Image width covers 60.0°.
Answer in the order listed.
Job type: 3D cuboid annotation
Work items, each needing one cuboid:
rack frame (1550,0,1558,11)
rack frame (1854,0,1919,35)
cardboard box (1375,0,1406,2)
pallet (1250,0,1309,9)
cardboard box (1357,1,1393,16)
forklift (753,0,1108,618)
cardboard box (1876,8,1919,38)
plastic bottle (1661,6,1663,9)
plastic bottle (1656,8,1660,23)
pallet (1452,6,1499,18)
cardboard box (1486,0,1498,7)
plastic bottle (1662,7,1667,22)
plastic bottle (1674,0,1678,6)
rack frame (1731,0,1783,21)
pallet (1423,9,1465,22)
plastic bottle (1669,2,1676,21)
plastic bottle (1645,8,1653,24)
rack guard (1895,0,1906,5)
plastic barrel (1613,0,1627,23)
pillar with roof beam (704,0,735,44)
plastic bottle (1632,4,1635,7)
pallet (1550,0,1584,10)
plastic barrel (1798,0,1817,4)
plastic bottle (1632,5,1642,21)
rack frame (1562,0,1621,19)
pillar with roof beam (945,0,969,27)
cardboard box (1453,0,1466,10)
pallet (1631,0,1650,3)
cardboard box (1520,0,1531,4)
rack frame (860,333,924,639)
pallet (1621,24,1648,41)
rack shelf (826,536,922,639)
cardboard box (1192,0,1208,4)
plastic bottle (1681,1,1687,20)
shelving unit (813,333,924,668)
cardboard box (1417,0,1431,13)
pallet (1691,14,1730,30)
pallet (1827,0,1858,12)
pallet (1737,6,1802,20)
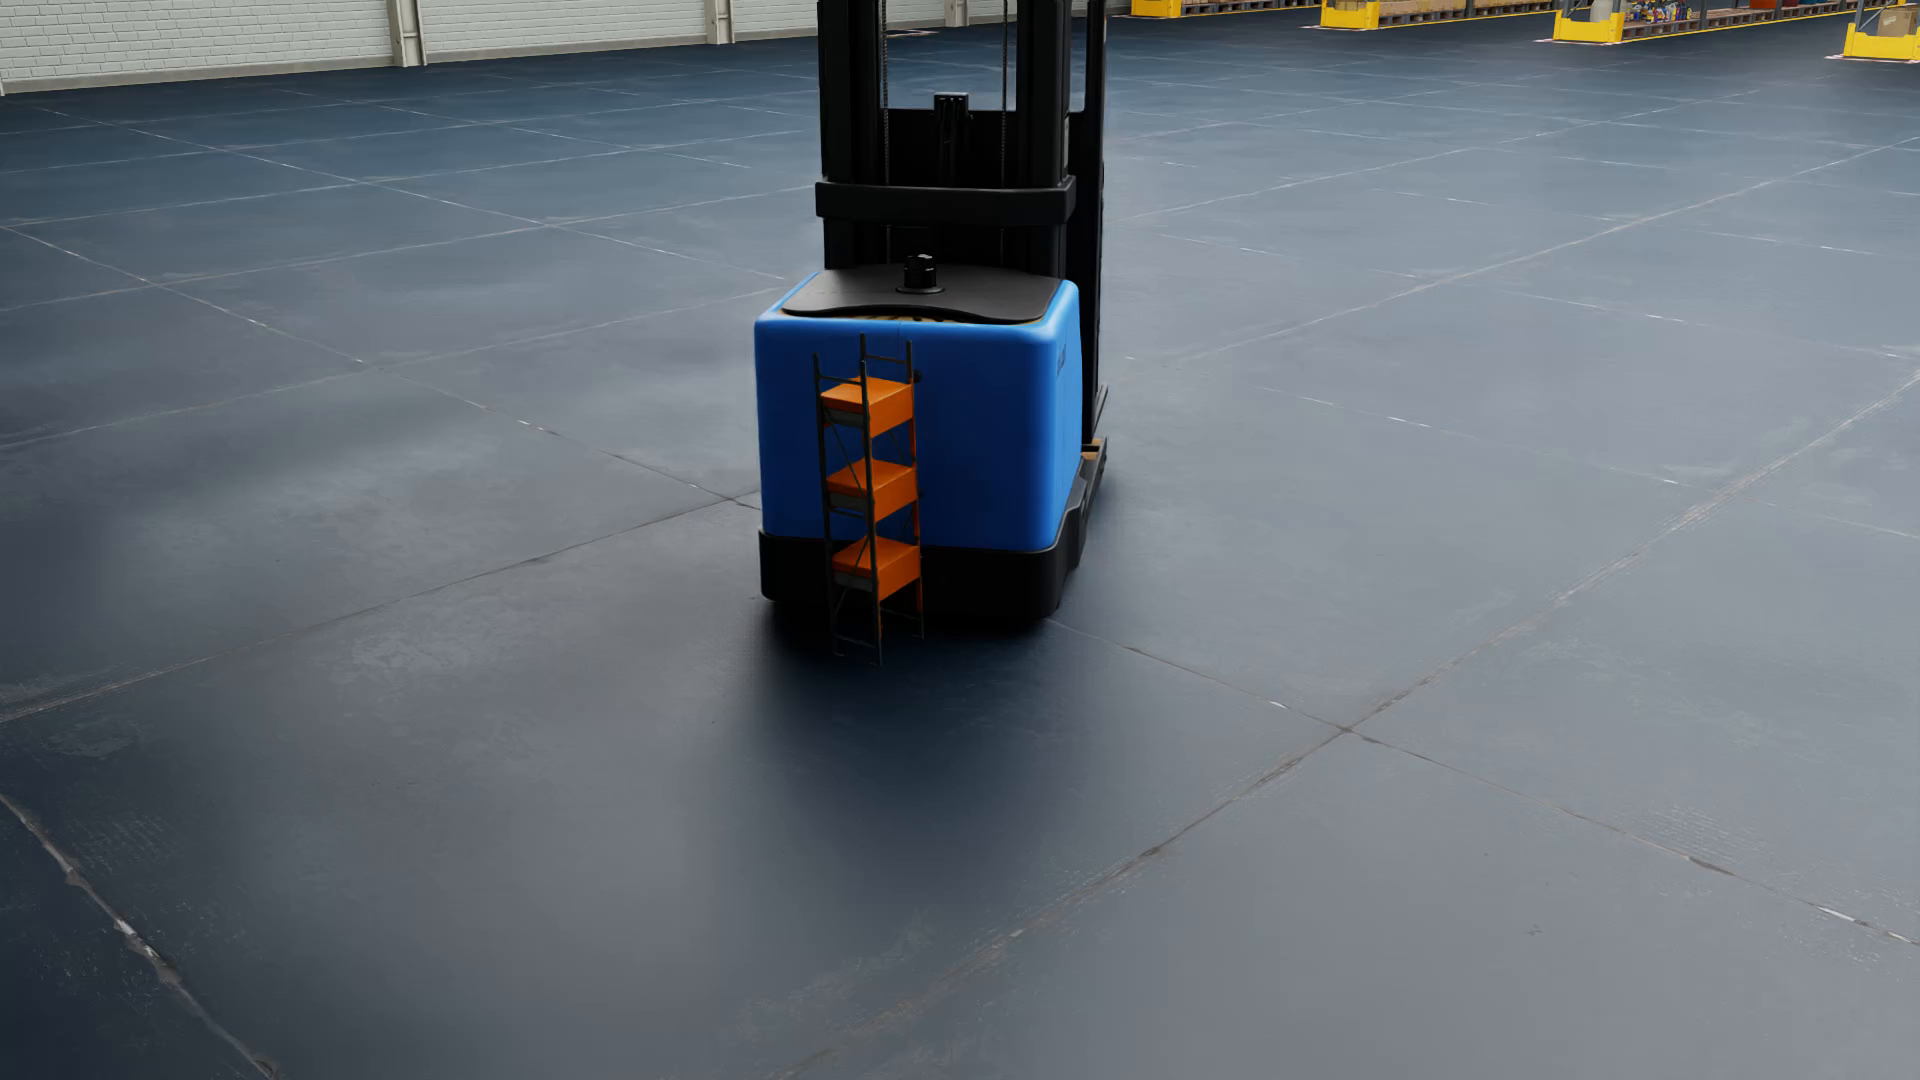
[{"bbox_3d":[13.384,-13.735,38.128,1.000,3.000,0.127,19,28,41],"label":"rack frame"},{"bbox_3d":[14.898,-9.198,26.325,1.000,3.000,0.127,19,28,41],"label":"rack frame"},{"bbox_3d":[8.684,-11.152,33.611,0.500,0.500,0.500,19,28,41],"label":"cardboard box"},{"bbox_3d":[7.584,-12.844,39.698,1.003,0.211,1.213,19,28,41],"label":"pallet"},{"bbox_3d":[8.336,-10.673,33.409,0.500,0.250,0.500,19,28,41],"label":"cardboard box"},{"bbox_3d":[0.045,-1.595,6.638,1.130,2.935,3.031,3,21,9],"label":"forklift"},{"bbox_3d":[15.346,-8.384,27.104,0.500,0.500,0.500,-14,25,-32],"label":"cardboard box"},{"bbox_3d":[13.345,-10.019,31.633,0.061,0.283,0.133,19,28,41],"label":"plastic bottle"},{"bbox_3d":[13.076,-9.846,31.199,0.097,0.271,0.097,0,21,0],"label":"plastic bottle"},{"bbox_3d":[11.079,-11.604,36.471,1.003,0.211,1.213,19,28,41],"label":"pallet"},{"bbox_3d":[11.410,-11.792,36.320,0.500,0.250,0.500,-19,28,-41],"label":"cardboard box"},{"bbox_3d":[13.288,-9.924,31.402,0.097,0.271,0.097,0,21,0],"label":"plastic bottle"},{"bbox_3d":[13.794,-10.233,32.097,0.144,0.351,0.185,19,28,41],"label":"plastic bottle"},{"bbox_3d":[16.930,-12.494,34.900,1.000,3.000,0.127,19,28,41],"label":"rack frame"},{"bbox_3d":[10.008,-11.211,35.449,1.003,0.211,1.213,19,28,41],"label":"pallet"},{"bbox_3d":[13.538,-10.065,31.659,0.144,0.351,0.185,19,28,40],"label":"plastic bottle"},{"bbox_3d":[12.837,-9.758,30.970,0.097,0.271,0.097,0,21,0],"label":"plastic bottle"},{"bbox_3d":[22.518,-13.393,40.723,1.175,0.500,0.348,19,28,41],"label":"rack guard"},{"bbox_3d":[12.103,-9.790,30.746,0.421,0.512,0.421,0,21,0],"label":"plastic barrel"},{"bbox_3d":[-1.167,-11.952,25.127,9.100,9.000,0.400,19,28,41],"label":"pillar with roof beam"},{"bbox_3d":[13.003,-10.219,32.154,0.133,0.283,0.061,-19,28,-40],"label":"plastic bottle"},{"bbox_3d":[13.932,-12.616,39.103,1.003,0.211,1.213,19,28,41],"label":"pallet"},{"bbox_3d":[18.835,-12.421,37.050,0.600,0.901,0.708,19,28,41],"label":"plastic barrel"},{"bbox_3d":[12.975,-10.108,31.875,0.152,0.276,0.135,19,28,41],"label":"plastic bottle"},{"bbox_3d":[11.349,-10.438,29.550,1.000,3.000,0.127,19,28,41],"label":"rack frame"},{"bbox_3d":[3.018,-13.494,29.140,9.100,9.000,0.400,19,28,41],"label":"pillar with roof beam"},{"bbox_3d":[10.426,-11.445,35.418,0.500,0.250,0.500,19,28,41],"label":"cardboard box"},{"bbox_3d":[16.654,-13.638,41.762,1.003,0.211,1.213,19,28,41],"label":"pallet"},{"bbox_3d":[12.481,-12.189,37.354,0.500,0.250,0.500,-19,28,-41],"label":"cardboard box"},{"bbox_3d":[-0.223,-0.164,5.505,0.200,1.050,0.008,13,28,31],"label":"rack frame"},{"bbox_3d":[11.939,-9.375,30.671,1.003,0.211,1.213,19,28,41],"label":"pallet"},{"bbox_3d":[-0.282,0.143,5.527,0.215,0.259,0.240,13,28,31],"label":"rack shelf"},{"bbox_3d":[5.196,-12.169,37.190,0.500,0.311,0.500,-17,27,-38],"label":"cardboard box"},{"bbox_3d":[13.897,-10.197,32.003,0.144,0.351,0.185,18,28,39],"label":"plastic bottle"},{"bbox_3d":[-0.290,-0.122,5.412,0.215,1.050,0.252,13,28,31],"label":"shelving unit"},{"bbox_3d":[9.384,-11.058,34.412,0.500,0.250,0.500,19,28,41],"label":"cardboard box"},{"bbox_3d":[14.660,-10.376,33.276,1.003,0.211,1.213,19,28,41],"label":"pallet"},{"bbox_3d":[20.206,-12.420,38.592,1.003,0.211,1.213,19,28,41],"label":"pallet"},{"bbox_3d":[17.450,-11.406,35.955,1.003,0.211,1.213,19,28,41],"label":"pallet"}]
